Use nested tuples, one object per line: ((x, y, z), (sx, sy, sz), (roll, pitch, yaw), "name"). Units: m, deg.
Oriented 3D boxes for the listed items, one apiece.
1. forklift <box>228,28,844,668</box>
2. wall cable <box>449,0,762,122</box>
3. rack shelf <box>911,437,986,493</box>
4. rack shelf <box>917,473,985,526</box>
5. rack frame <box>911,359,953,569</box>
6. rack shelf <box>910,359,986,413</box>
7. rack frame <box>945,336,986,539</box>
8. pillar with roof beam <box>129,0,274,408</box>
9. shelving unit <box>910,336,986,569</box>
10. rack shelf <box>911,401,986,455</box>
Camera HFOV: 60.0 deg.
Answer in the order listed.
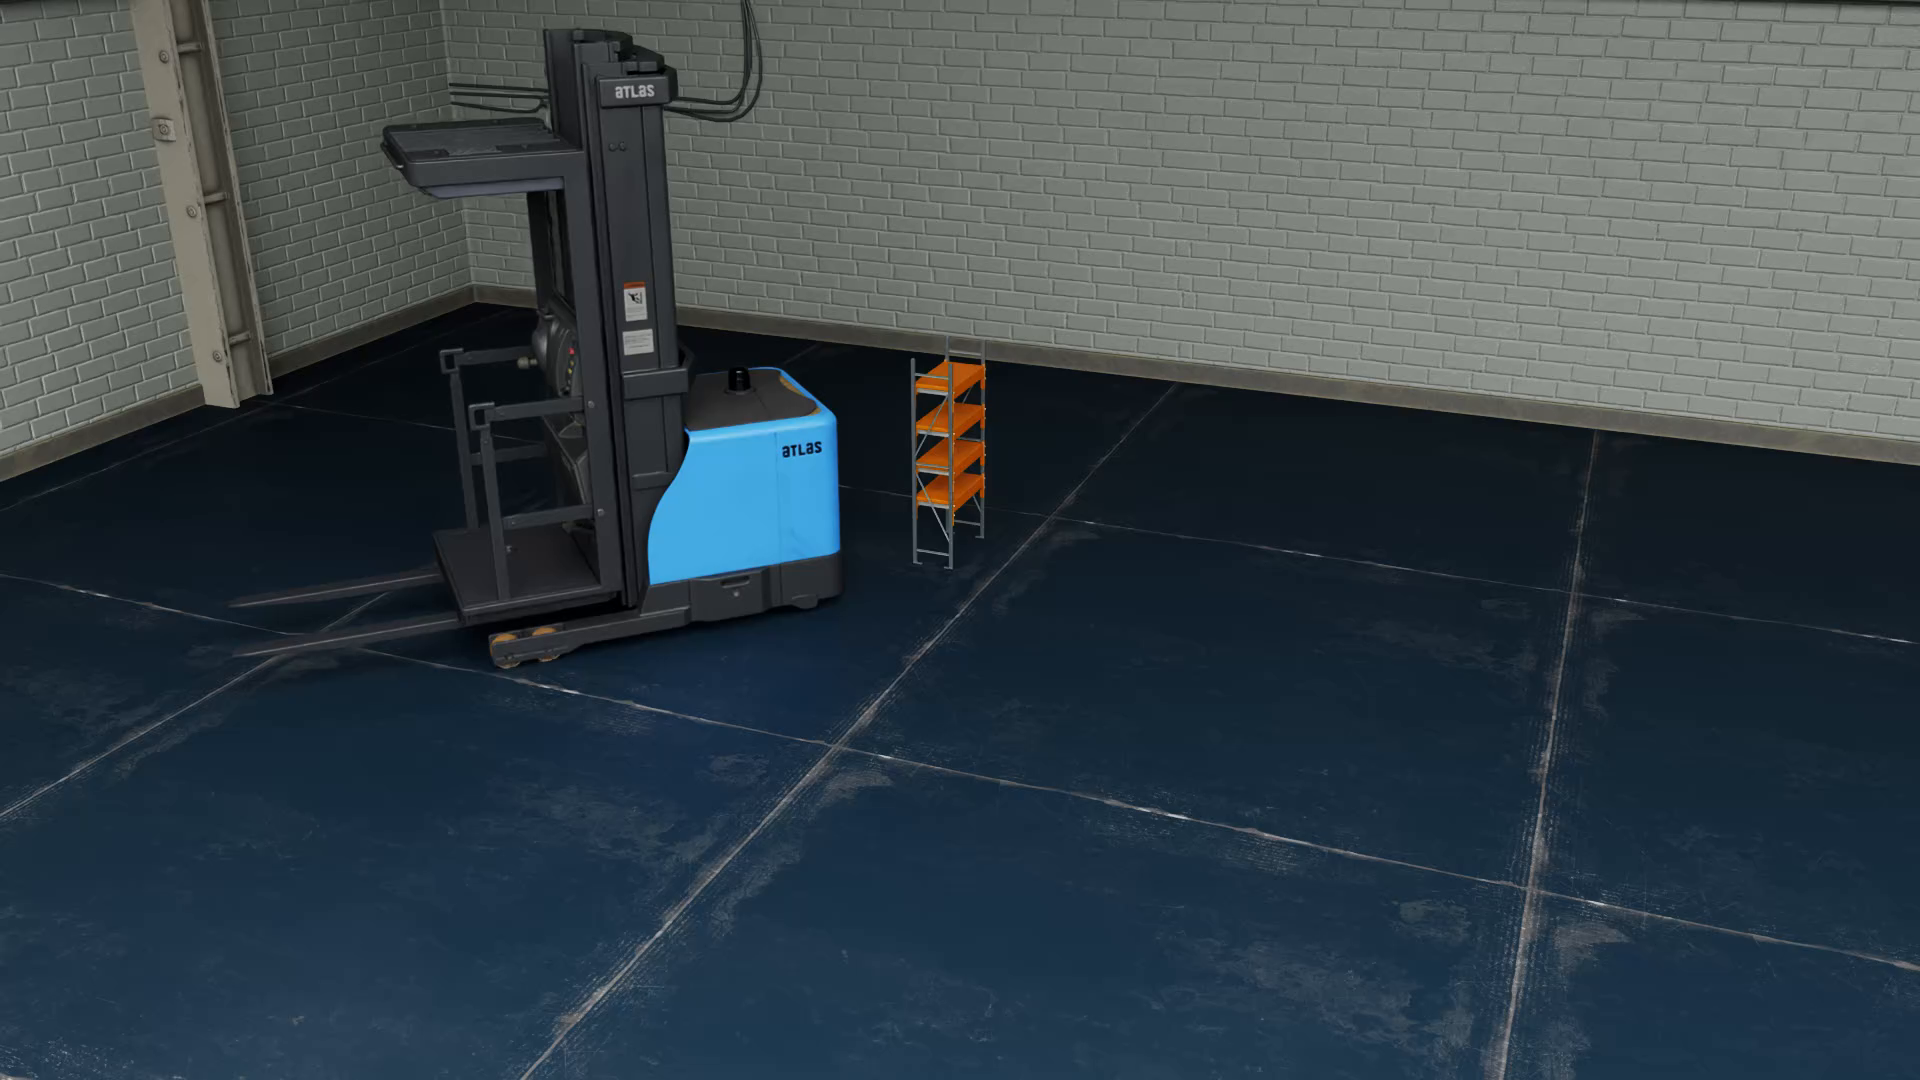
((-2.184, -0.949, 8.219), (3.031, 2.935, 1.130), (-10, 25, -22), "forklift")
((-2.992, -4.629, 13.185), (3.097, 2.526, 0.112), (9, 24, 20), "wall cable")
((-0.061, -0.432, 9.403), (0.258, 0.148, 0.480), (9, 24, 20), "rack shelf")
((-0.061, -0.249, 9.479), (0.258, 0.148, 0.480), (9, 24, 20), "rack shelf")
((-0.152, -0.407, 9.168), (0.240, 1.200, 0.015), (9, 24, 20), "rack frame")
((-0.062, -0.857, 9.225), (0.258, 0.148, 0.480), (9, 24, 20), "rack shelf")
((0.029, -0.582, 9.586), (0.240, 1.200, 0.015), (9, 24, 20), "rack frame")
((-1.317, -4.581, 9.041), (9.100, 9.000, 0.400), (9, 24, 20), "pillar with roof beam")
((-0.061, -0.494, 9.377), (0.258, 1.200, 0.503), (9, 24, 20), "shelving unit")
((-0.061, -0.639, 9.317), (0.258, 0.148, 0.480), (9, 24, 20), "rack shelf")
